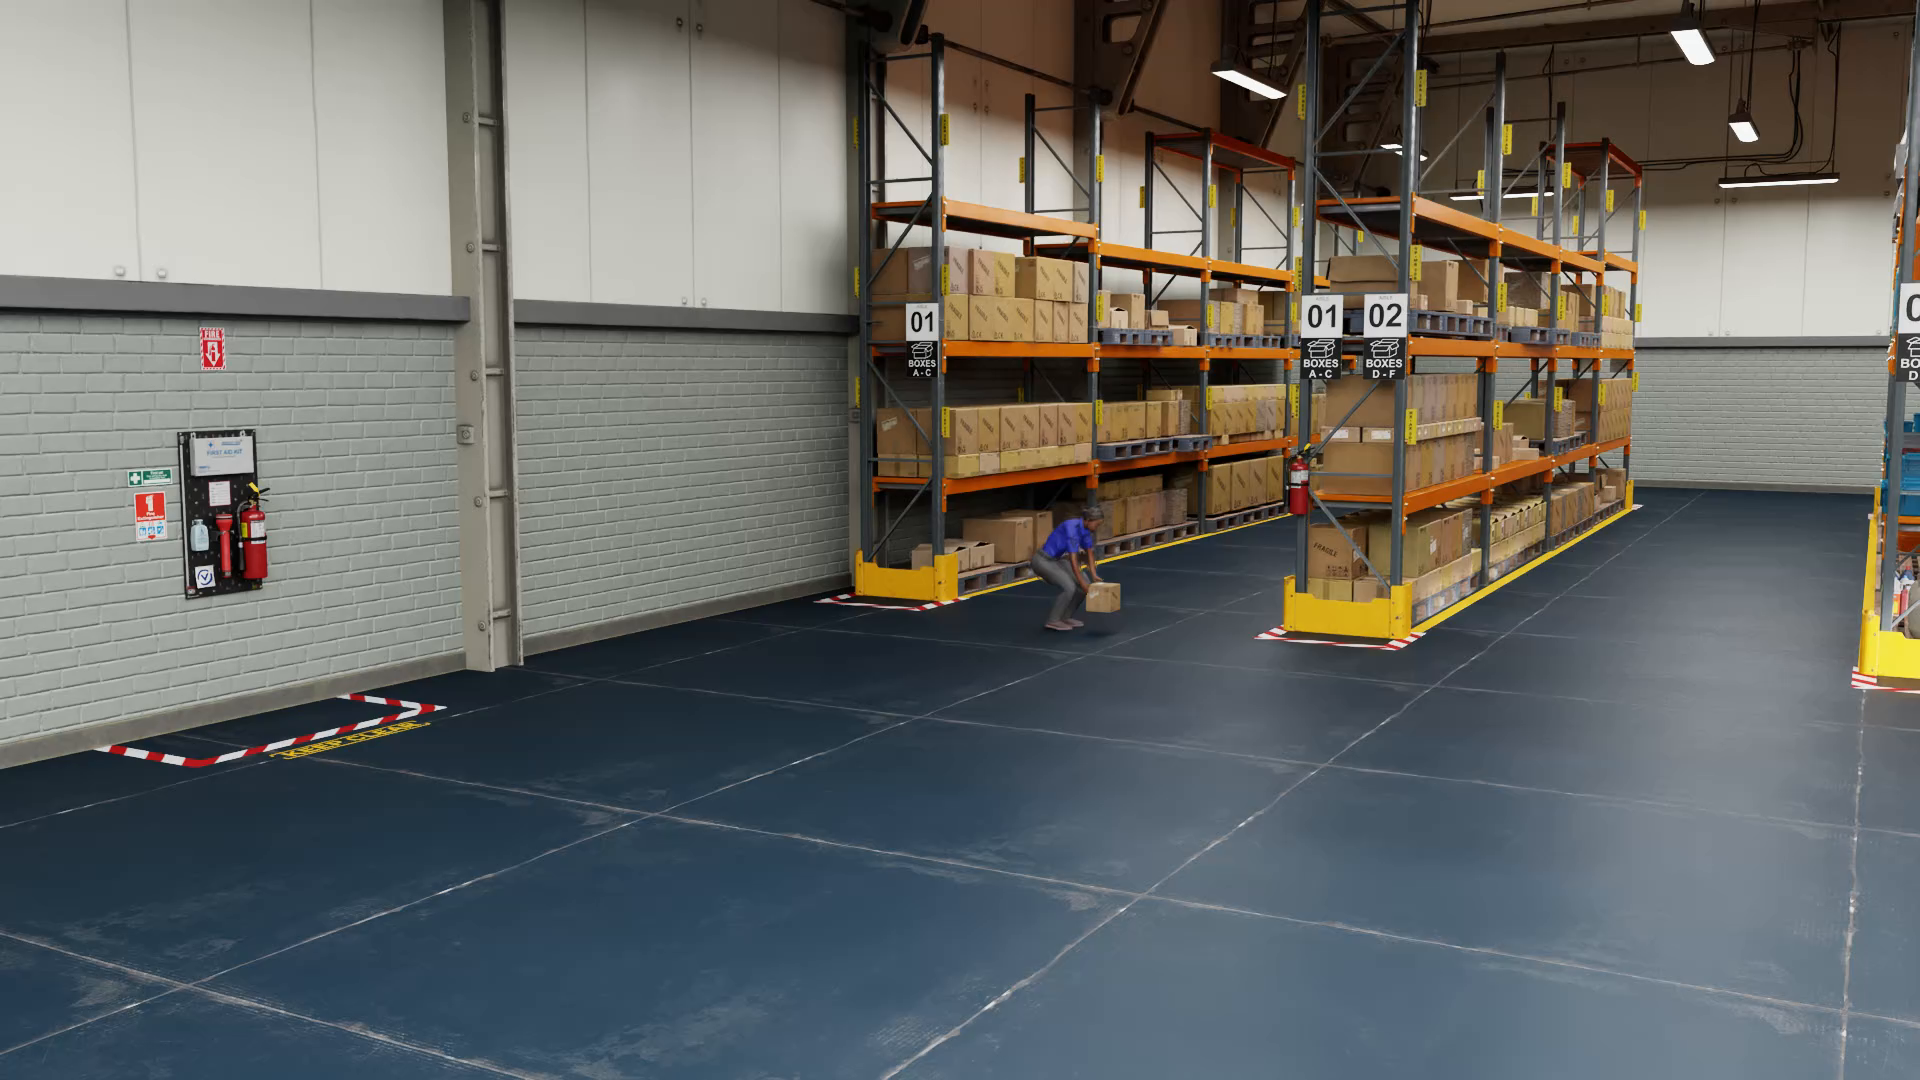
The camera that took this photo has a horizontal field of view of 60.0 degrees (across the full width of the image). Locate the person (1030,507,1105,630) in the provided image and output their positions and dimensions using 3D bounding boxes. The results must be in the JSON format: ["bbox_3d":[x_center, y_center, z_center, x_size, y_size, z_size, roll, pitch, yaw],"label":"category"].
[{"bbox_3d":[1.057,0.262,16.151,0.716,1.195,0.497,3,7,29],"label":"person"}]
